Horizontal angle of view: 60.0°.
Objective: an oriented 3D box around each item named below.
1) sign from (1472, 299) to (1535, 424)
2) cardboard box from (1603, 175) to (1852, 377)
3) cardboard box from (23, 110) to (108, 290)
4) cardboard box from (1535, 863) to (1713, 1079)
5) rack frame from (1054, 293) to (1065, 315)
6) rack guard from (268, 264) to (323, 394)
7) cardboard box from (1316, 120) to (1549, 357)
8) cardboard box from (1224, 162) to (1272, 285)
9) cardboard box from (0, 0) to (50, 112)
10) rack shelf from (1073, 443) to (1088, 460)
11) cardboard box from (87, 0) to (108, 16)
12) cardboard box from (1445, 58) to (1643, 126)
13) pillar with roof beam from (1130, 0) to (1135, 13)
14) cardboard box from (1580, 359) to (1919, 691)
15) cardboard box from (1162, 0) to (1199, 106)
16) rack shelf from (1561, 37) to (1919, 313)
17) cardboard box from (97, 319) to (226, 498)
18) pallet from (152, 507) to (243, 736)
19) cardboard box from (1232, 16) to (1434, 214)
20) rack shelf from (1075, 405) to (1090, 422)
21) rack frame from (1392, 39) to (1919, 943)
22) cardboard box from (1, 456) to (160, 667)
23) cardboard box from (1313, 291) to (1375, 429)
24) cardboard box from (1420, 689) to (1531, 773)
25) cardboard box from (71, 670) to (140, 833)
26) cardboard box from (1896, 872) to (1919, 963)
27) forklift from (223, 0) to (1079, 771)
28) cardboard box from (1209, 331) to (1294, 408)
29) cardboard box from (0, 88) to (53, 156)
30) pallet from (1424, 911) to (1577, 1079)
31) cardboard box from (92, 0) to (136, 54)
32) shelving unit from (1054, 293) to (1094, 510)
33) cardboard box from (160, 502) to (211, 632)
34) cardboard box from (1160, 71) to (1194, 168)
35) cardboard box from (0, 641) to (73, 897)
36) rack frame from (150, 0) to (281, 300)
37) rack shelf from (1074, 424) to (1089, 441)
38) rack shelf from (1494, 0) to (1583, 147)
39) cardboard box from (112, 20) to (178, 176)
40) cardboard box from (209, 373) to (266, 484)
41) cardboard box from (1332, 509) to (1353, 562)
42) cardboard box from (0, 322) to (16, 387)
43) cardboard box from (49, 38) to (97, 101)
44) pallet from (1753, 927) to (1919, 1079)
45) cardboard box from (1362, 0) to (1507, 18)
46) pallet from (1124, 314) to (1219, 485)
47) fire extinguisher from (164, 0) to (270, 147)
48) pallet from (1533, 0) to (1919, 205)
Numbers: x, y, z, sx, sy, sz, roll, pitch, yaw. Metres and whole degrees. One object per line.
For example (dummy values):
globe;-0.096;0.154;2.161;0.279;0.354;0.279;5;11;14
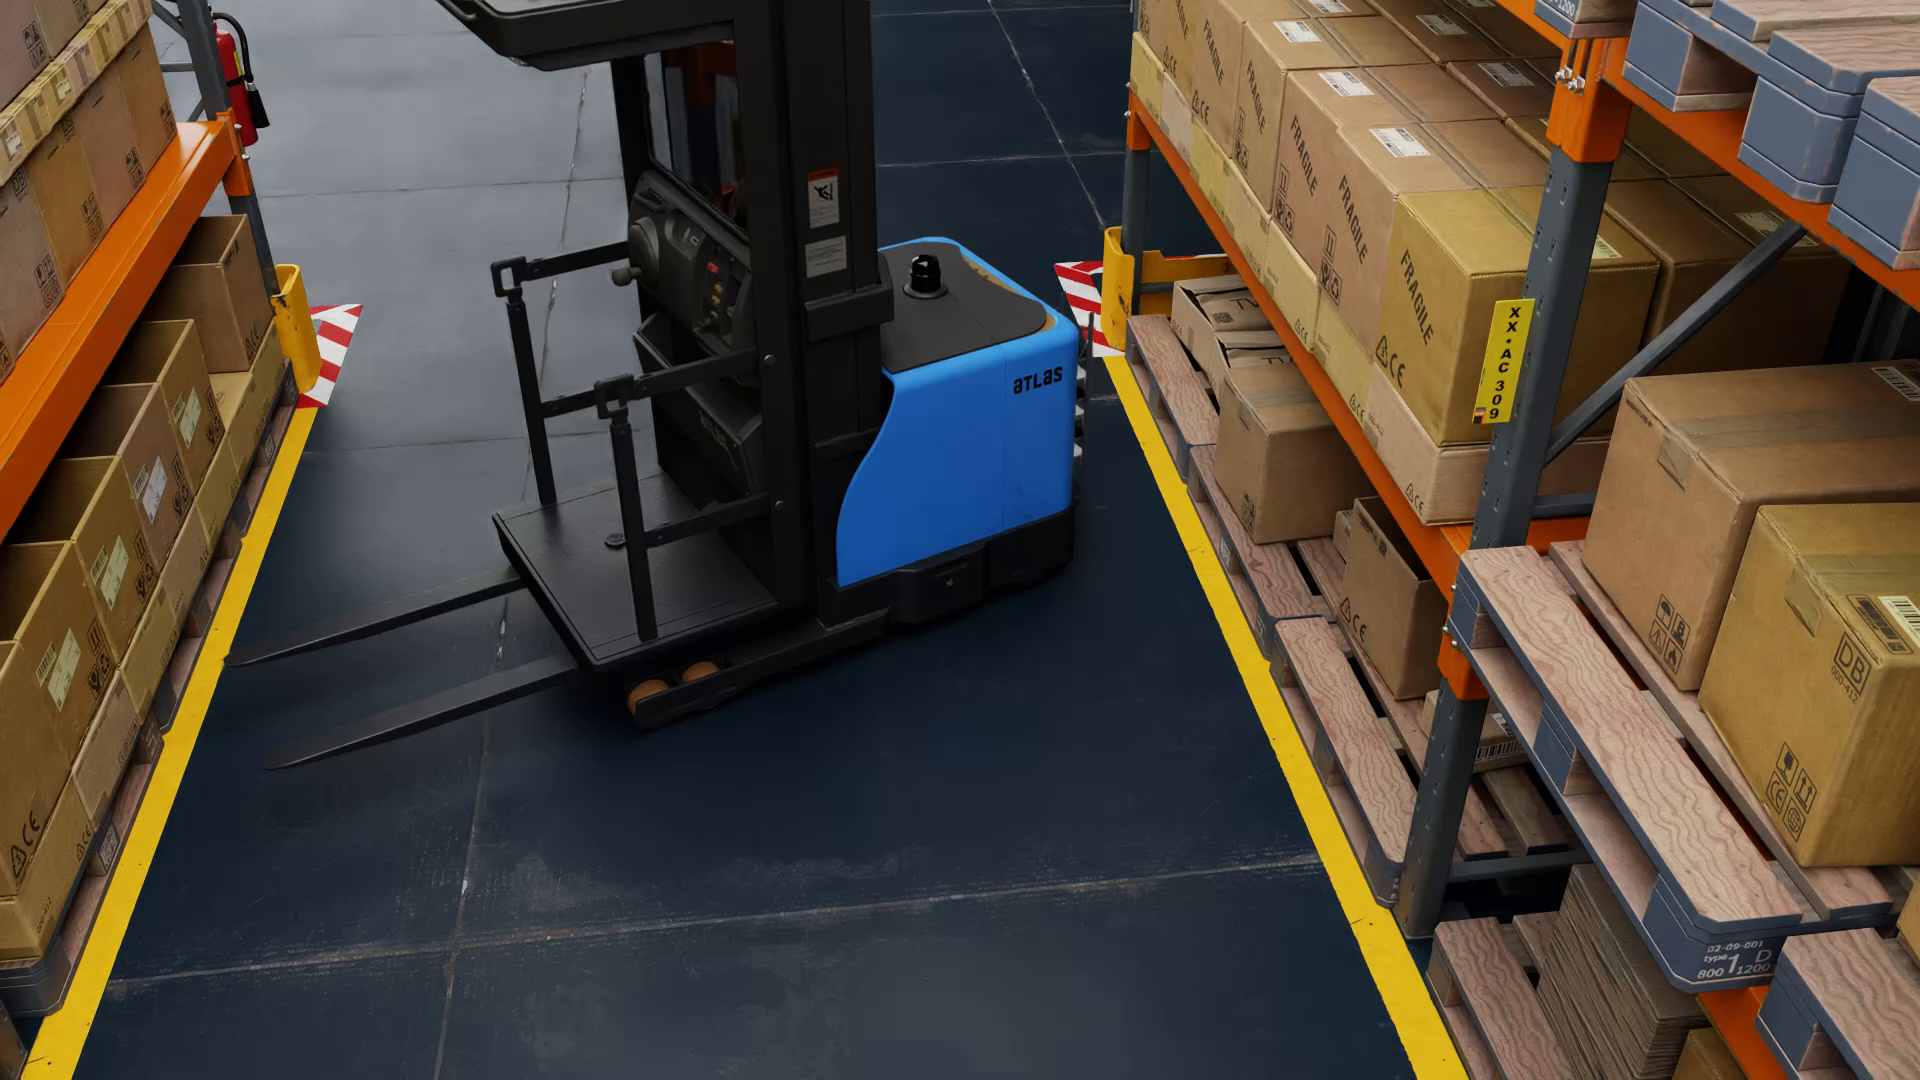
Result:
sign;1.287;-0.419;3.933;0.100;0.325;0.005;-4;35;-6
cardboard box;1.968;-0.641;4.477;0.500;0.500;0.500;-5;35;-7
cardboard box;-3.436;-1.171;5.717;0.700;0.500;0.500;-4;34;-6
cardboard box;1.939;1.154;4.222;0.700;0.500;0.500;-3;34;-5
rack frame;0.310;-0.573;6.790;0.240;0.900;0.006;-19;38;-25
rack guard;-3.626;-0.942;7.689;1.175;0.500;0.348;-4;35;-6
cardboard box;1.381;-0.882;4.830;0.500;0.500;0.500;-5;35;-7
cardboard box;1.249;-1.133;5.865;0.500;0.250;0.500;-4;34;-6
cardboard box;-3.420;-1.674;5.302;0.700;0.500;0.500;-4;35;-6
rack shelf;0.361;-0.347;6.838;0.258;0.077;0.200;-19;38;-25
cardboard box;-3.565;-2.248;6.145;0.700;0.500;0.500;-4;35;-6
cardboard box;1.840;-1.209;5.309;0.500;0.500;0.500;-3;34;-5
pillar with roof beam;-2.836;-7.515;9.787;9.100;9.000;0.400;-4;35;-6
cardboard box;1.859;-0.043;3.671;0.700;0.500;0.500;-4;35;-6
cardboard box;1.109;-2.029;6.514;0.500;0.500;0.500;-4;35;-6
rack shelf;2.093;0.067;1.963;1.077;0.370;4.000;-4;35;-6
cardboard box;-3.106;-0.475;6.187;0.500;0.500;0.500;-4;35;-6
pallet;-3.317;0.293;6.132;1.003;0.211;1.213;-4;35;-6
cardboard box;1.253;-1.454;5.669;0.500;0.500;0.500;-3;34;-5
rack shelf;0.362;-0.496;6.737;0.258;0.077;0.200;-19;38;-25
rack frame;1.824;-0.107;4.243;1.000;3.000;0.127;-4;35;-6
cardboard box;-2.971;0.083;5.368;0.500;0.500;0.500;-4;35;-6
cardboard box;1.401;-0.573;5.043;0.500;0.250;0.500;-4;35;-6
cardboard box;1.722;0.586;5.352;0.380;0.166;0.250;-9;35;-13
cardboard box;-2.908;0.672;5.169;0.500;0.250;0.500;-4;35;-6
cardboard box;2.046;0.634;2.677;0.700;0.500;0.500;0;34;0
forklift;-1.083;-0.898;5.465;3.031;2.935;1.130;-19;39;-25
cardboard box;1.366;-0.699;7.109;0.500;0.311;0.500;-2;34;-2
cardboard box;-3.207;-1.350;5.402;0.380;0.149;0.250;-3;34;-5
pallet;1.930;1.480;4.391;1.003;0.211;1.213;-4;35;-6
cardboard box;-3.346;-1.926;6.248;0.380;0.149;0.250;-4;34;-5
shelving unit;0.362;-0.524;6.718;0.258;0.900;0.210;-19;38;-25
cardboard box;-3.044;0.114;5.988;0.500;0.250;0.500;-4;35;-6
cardboard box;1.121;-1.700;6.697;0.500;0.250;0.500;-5;35;-8
cardboard box;-2.836;0.641;4.549;0.500;0.500;0.500;-4;35;-6
rack frame;-3.622;-1.962;6.965;1.000;3.000;0.127;-4;35;-6
rack shelf;0.362;-0.422;6.788;0.258;0.077;0.200;-19;38;-25
rack shelf;1.555;-2.165;5.239;1.077;0.370;4.000;-4;35;-6
cardboard box;-3.572;-1.742;6.553;0.700;0.500;0.500;-4;35;-6
cardboard box;-3.178;-0.444;6.807;0.500;0.250;0.500;-4;35;-6
cardboard box;1.629;-0.005;6.234;0.380;0.149;0.250;-7;35;-10
cardboard box;-3.291;-0.592;4.867;0.700;0.500;0.500;-4;34;-6
cardboard box;-3.279;-1.643;5.833;0.380;0.149;0.250;-4;34;-6
pallet;2.055;1.103;2.638;1.003;0.211;1.213;-4;35;-6
cardboard box;1.692;-1.778;6.146;0.500;0.500;0.500;-5;35;-8
pallet;1.370;-0.688;7.573;1.003;0.211;1.213;-4;35;-6
fire extinguisher;-3.178;-2.031;7.135;0.296;0.674;0.183;-4;35;-6
pallet;1.801;-0.916;2.934;1.213;0.211;1.003;-4;35;-6
